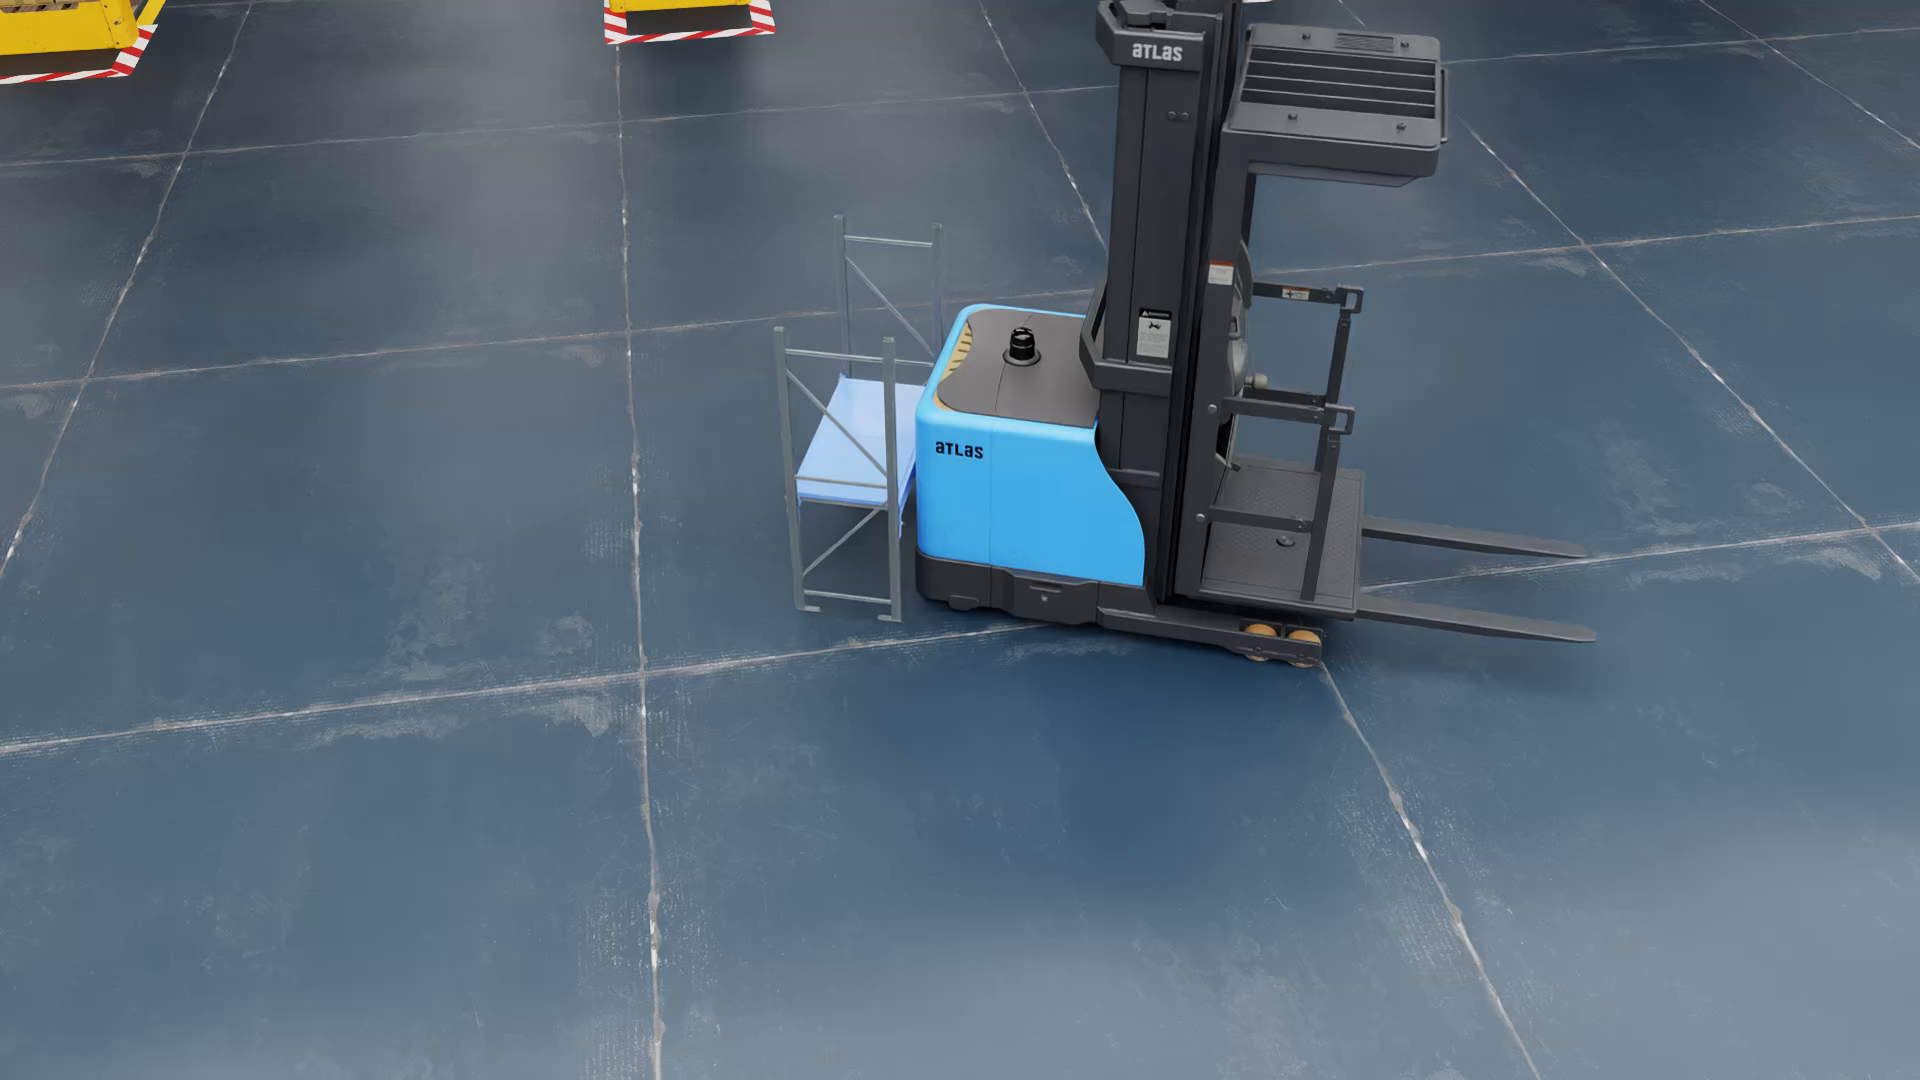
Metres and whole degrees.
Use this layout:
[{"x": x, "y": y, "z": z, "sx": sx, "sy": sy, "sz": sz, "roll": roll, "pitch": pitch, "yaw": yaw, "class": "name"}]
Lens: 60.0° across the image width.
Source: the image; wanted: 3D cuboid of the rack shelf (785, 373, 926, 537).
[{"x": -0.422, "y": -0.413, "z": 7.753, "sx": 0.538, "sy": 0.185, "sz": 1.000, "roll": 7, "pitch": 38, "yaw": 8, "class": "rack shelf"}]

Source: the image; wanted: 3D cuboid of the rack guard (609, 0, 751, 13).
[{"x": -2.350, "y": -4.725, "z": 13.825, "sx": 1.175, "sy": 0.500, "sz": 0.348, "roll": -6, "pitch": 38, "yaw": -8, "class": "rack guard"}]

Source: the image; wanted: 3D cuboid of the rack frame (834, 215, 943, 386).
[{"x": -0.329, "y": -0.862, "z": 8.037, "sx": 0.500, "sy": 1.500, "sz": 0.032, "roll": 7, "pitch": 38, "yaw": 8, "class": "rack frame"}]

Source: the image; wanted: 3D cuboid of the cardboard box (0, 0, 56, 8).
[{"x": -7.552, "y": -4.513, "z": 13.413, "sx": 0.500, "sy": 0.250, "sz": 0.500, "roll": -6, "pitch": 38, "yaw": -8, "class": "cardboard box"}]

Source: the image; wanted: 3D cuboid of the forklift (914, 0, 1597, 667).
[{"x": 1.364, "y": -0.949, "z": 6.983, "sx": 3.031, "sy": 2.935, "sz": 1.130, "roll": 8, "pitch": 39, "yaw": 10, "class": "forklift"}]

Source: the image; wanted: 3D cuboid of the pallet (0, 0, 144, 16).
[{"x": -7.343, "y": -4.497, "z": 13.767, "sx": 1.003, "sy": 0.211, "sz": 1.213, "roll": -6, "pitch": 38, "yaw": -8, "class": "pallet"}]

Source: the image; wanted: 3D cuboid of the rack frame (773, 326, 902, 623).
[{"x": -0.517, "y": -0.249, "z": 7.248, "sx": 0.500, "sy": 1.500, "sz": 0.032, "roll": 7, "pitch": 38, "yaw": 8, "class": "rack frame"}]

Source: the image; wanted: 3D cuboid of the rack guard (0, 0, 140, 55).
[{"x": -7.163, "y": -4.139, "z": 13.071, "sx": 1.175, "sy": 0.500, "sz": 0.348, "roll": -6, "pitch": 38, "yaw": -8, "class": "rack guard"}]

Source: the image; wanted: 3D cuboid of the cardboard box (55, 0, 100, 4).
[{"x": -7.042, "y": -4.569, "z": 13.485, "sx": 0.500, "sy": 0.250, "sz": 0.500, "roll": -6, "pitch": 38, "yaw": -8, "class": "cardboard box"}]

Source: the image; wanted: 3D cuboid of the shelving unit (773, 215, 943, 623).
[{"x": -0.423, "y": -0.555, "z": 7.642, "sx": 0.538, "sy": 1.500, "sz": 1.048, "roll": 7, "pitch": 38, "yaw": 8, "class": "shelving unit"}]
